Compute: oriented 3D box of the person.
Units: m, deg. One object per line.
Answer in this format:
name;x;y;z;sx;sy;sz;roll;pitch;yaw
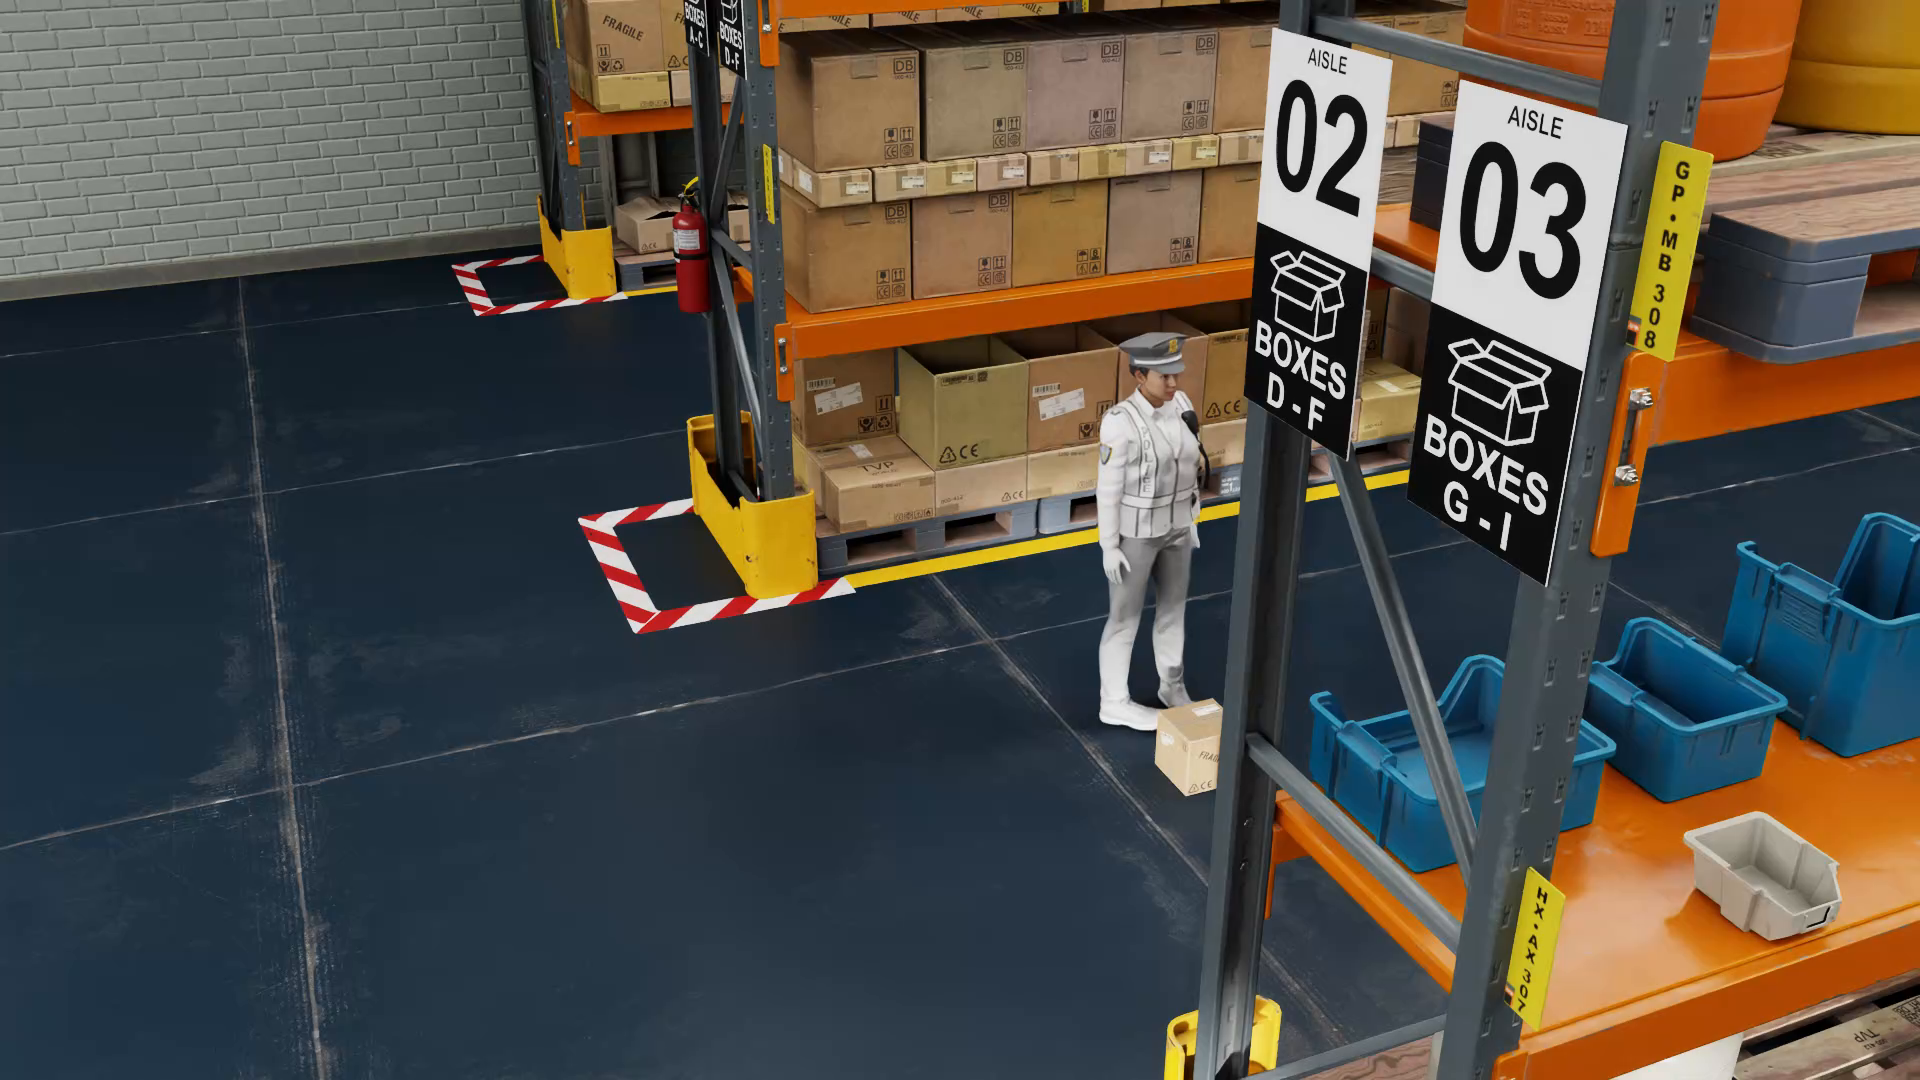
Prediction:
person;0.783;-0.020;6.610;0.499;1.688;0.388;-18;31;-32
